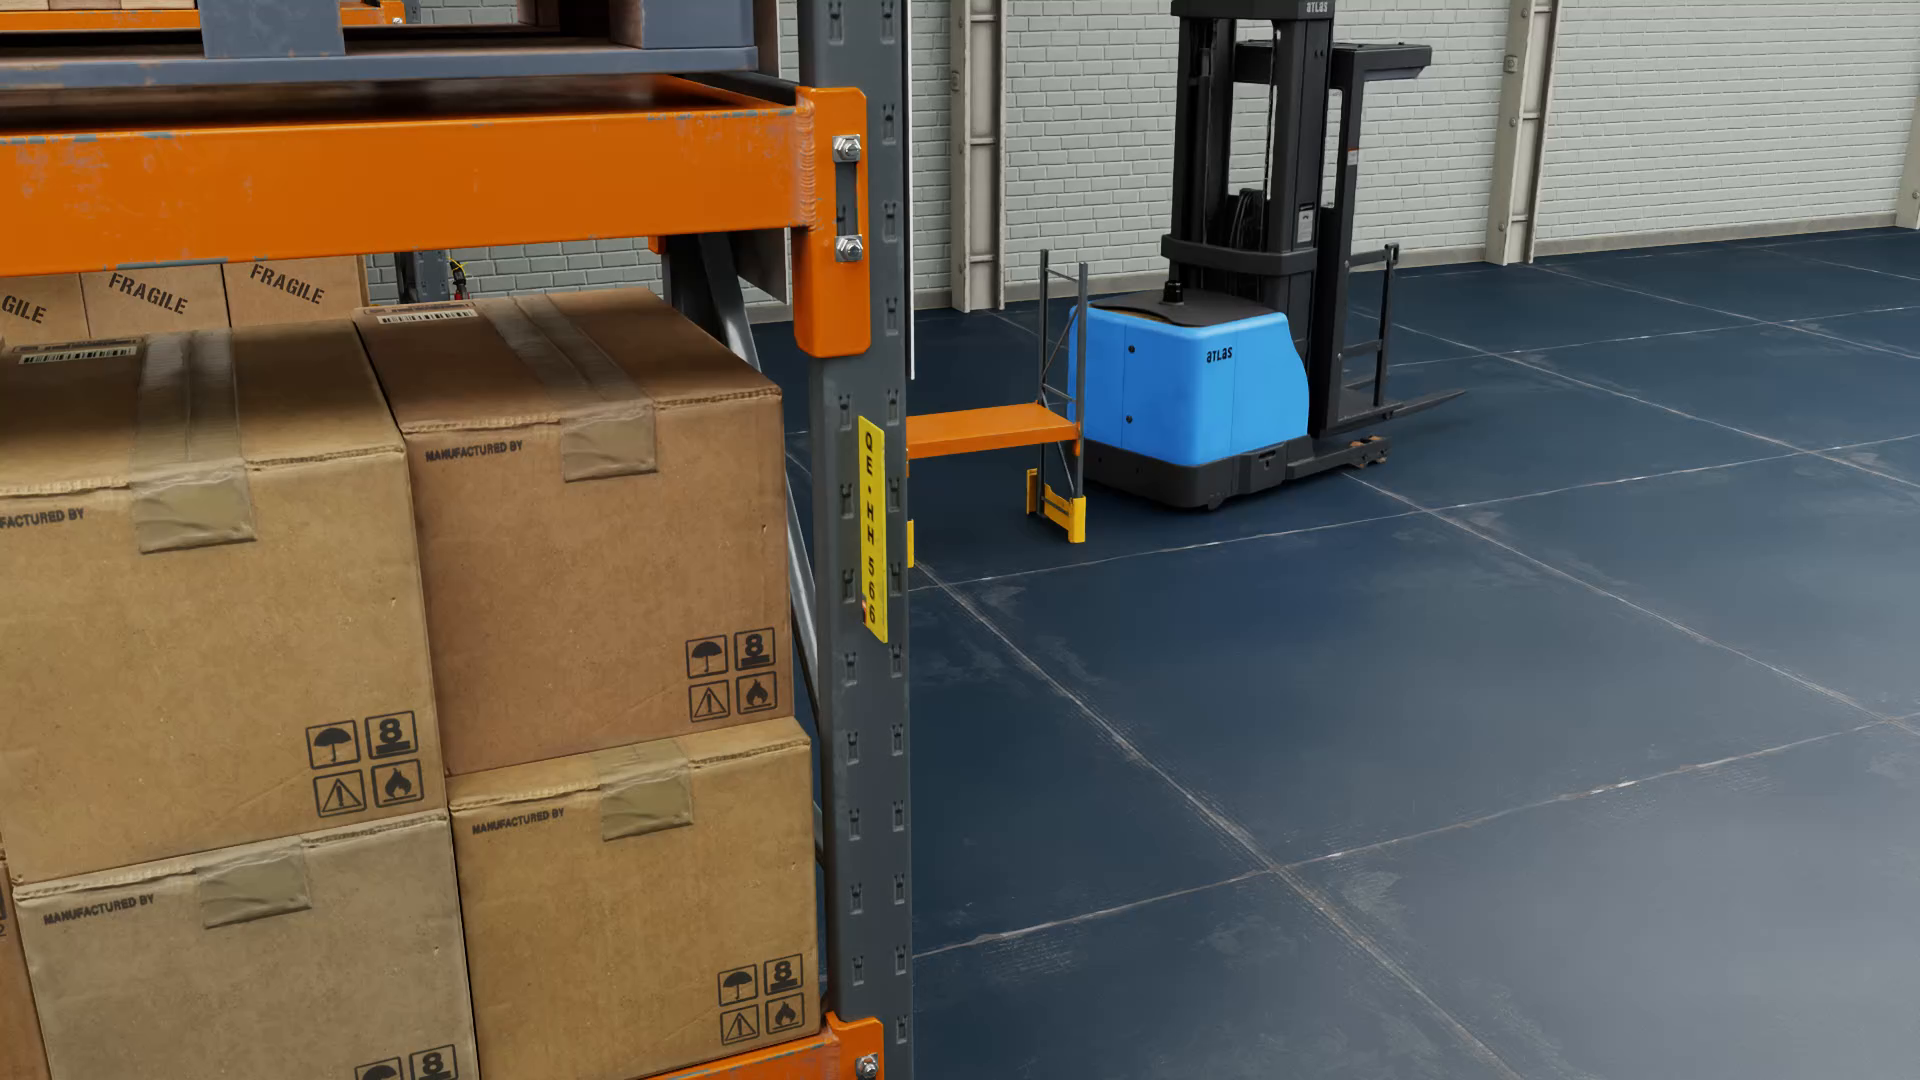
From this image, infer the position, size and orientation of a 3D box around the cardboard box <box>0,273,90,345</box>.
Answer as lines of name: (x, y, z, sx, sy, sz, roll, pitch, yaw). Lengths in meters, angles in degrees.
cardboard box: (-3.696, -0.923, 6.529, 0.500, 0.500, 0.500, -8, 21, -22)

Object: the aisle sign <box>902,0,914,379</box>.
aisle sign: (-0.147, -0.668, 2.489, 0.004, 0.787, 0.394, -8, 21, -22)

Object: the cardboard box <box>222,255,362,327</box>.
cardboard box: (-2.774, -1.052, 6.896, 0.500, 0.500, 0.500, -9, 21, -23)

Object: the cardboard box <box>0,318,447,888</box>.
cardboard box: (-1.156, 0.033, 2.559, 0.550, 0.550, 0.875, -8, 21, -22)

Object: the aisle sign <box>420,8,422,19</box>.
aisle sign: (-2.213, -2.166, 6.743, 0.004, 0.787, 0.394, -8, 21, -22)

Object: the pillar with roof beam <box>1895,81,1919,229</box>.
pillar with roof beam: (12.882, -6.601, 14.221, 0.400, 9.000, 9.100, -8, 21, -22)

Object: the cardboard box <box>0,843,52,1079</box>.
cardboard box: (-1.714, 0.582, 2.626, 0.550, 0.550, 0.875, -8, 21, -22)

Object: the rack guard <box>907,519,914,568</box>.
rack guard: (-0.387, -0.062, 8.823, 0.087, 0.250, 0.587, -8, 21, -22)

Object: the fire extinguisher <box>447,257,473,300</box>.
fire extinguisher: (-2.097, -0.858, 7.060, 0.183, 0.674, 0.296, -8, 21, -22)

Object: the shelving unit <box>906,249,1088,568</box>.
shelving unit: (0.070, -0.717, 8.801, 1.083, 1.500, 0.587, -8, 21, -22)

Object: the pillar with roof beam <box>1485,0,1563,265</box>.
pillar with roof beam: (7.373, -5.812, 11.980, 0.400, 9.000, 9.100, -8, 21, -22)

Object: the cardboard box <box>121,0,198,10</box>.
cardboard box: (-3.075, -2.117, 6.380, 0.250, 0.149, 0.380, -7, 21, -20)

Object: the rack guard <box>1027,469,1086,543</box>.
rack guard: (0.527, -0.193, 9.195, 0.087, 0.250, 0.587, -8, 21, -22)

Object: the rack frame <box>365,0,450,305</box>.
rack frame: (-2.385, -1.020, 7.403, 0.127, 3.000, 1.000, -8, 21, -22)

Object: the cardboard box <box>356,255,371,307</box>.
cardboard box: (-2.930, -1.230, 7.400, 0.500, 0.500, 0.500, -8, 21, -23)

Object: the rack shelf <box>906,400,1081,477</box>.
rack shelf: (0.078, -0.549, 8.865, 1.000, 0.185, 0.538, -8, 21, -22)

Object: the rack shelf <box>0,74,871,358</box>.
rack shelf: (-2.168, -0.336, 2.028, 4.000, 0.370, 1.077, -8, 21, -22)

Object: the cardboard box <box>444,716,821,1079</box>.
cardboard box: (-0.654, 0.468, 2.951, 0.550, 0.550, 0.875, -8, 21, -22)

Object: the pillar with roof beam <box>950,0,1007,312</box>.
pillar with roof beam: (1.864, -5.023, 9.738, 0.400, 9.000, 9.100, -8, 21, -22)

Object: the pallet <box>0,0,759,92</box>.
pallet: (-1.008, -0.796, 2.384, 1.213, 0.211, 1.003, -8, 21, -22)

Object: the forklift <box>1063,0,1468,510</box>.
forklift: (2.068, -1.940, 10.120, 3.031, 2.935, 1.130, -16, 25, -38)

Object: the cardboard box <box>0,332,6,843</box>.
cardboard box: (-1.724, 0.066, 2.467, 0.550, 0.550, 0.875, -8, 21, -22)

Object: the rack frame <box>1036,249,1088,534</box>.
rack frame: (0.545, -0.786, 8.995, 0.032, 1.500, 0.500, -8, 21, -22)

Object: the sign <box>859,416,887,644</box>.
sign: (-0.129, -0.015, 2.447, 0.005, 0.325, 0.100, -8, 21, -22)

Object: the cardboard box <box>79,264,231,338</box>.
cardboard box: (-3.236, -0.988, 6.713, 0.500, 0.500, 0.500, -8, 21, -22)

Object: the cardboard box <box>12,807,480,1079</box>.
cardboard box: (-1.150, 0.547, 2.726, 0.550, 0.550, 0.875, -8, 21, -22)

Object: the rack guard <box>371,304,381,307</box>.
rack guard: (-4.332, -1.358, 12.125, 0.348, 0.500, 1.175, -8, 21, -22)

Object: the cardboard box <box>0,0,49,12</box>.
cardboard box: (-3.544, -2.057, 6.209, 0.250, 0.149, 0.380, -8, 21, -22)

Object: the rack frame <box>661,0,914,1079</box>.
rack frame: (-0.330, 0.477, 3.151, 0.053, 2.616, 0.949, -8, 21, -22)

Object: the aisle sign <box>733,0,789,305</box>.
aisle sign: (-0.385, -0.851, 3.008, 0.004, 0.787, 0.394, -8, 21, -22)

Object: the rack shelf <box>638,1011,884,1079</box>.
rack shelf: (-2.168, 1.078, 2.526, 4.000, 0.370, 1.077, -8, 21, -22)

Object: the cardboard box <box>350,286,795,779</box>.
cardboard box: (-0.687, -0.067, 2.844, 0.550, 0.550, 0.875, -8, 21, -22)

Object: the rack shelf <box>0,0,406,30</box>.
rack shelf: (-4.221, -1.833, 6.277, 4.000, 0.370, 1.077, -8, 21, -22)

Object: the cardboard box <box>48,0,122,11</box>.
cardboard box: (-3.334, -2.104, 6.343, 0.250, 0.149, 0.380, -8, 21, -21)
